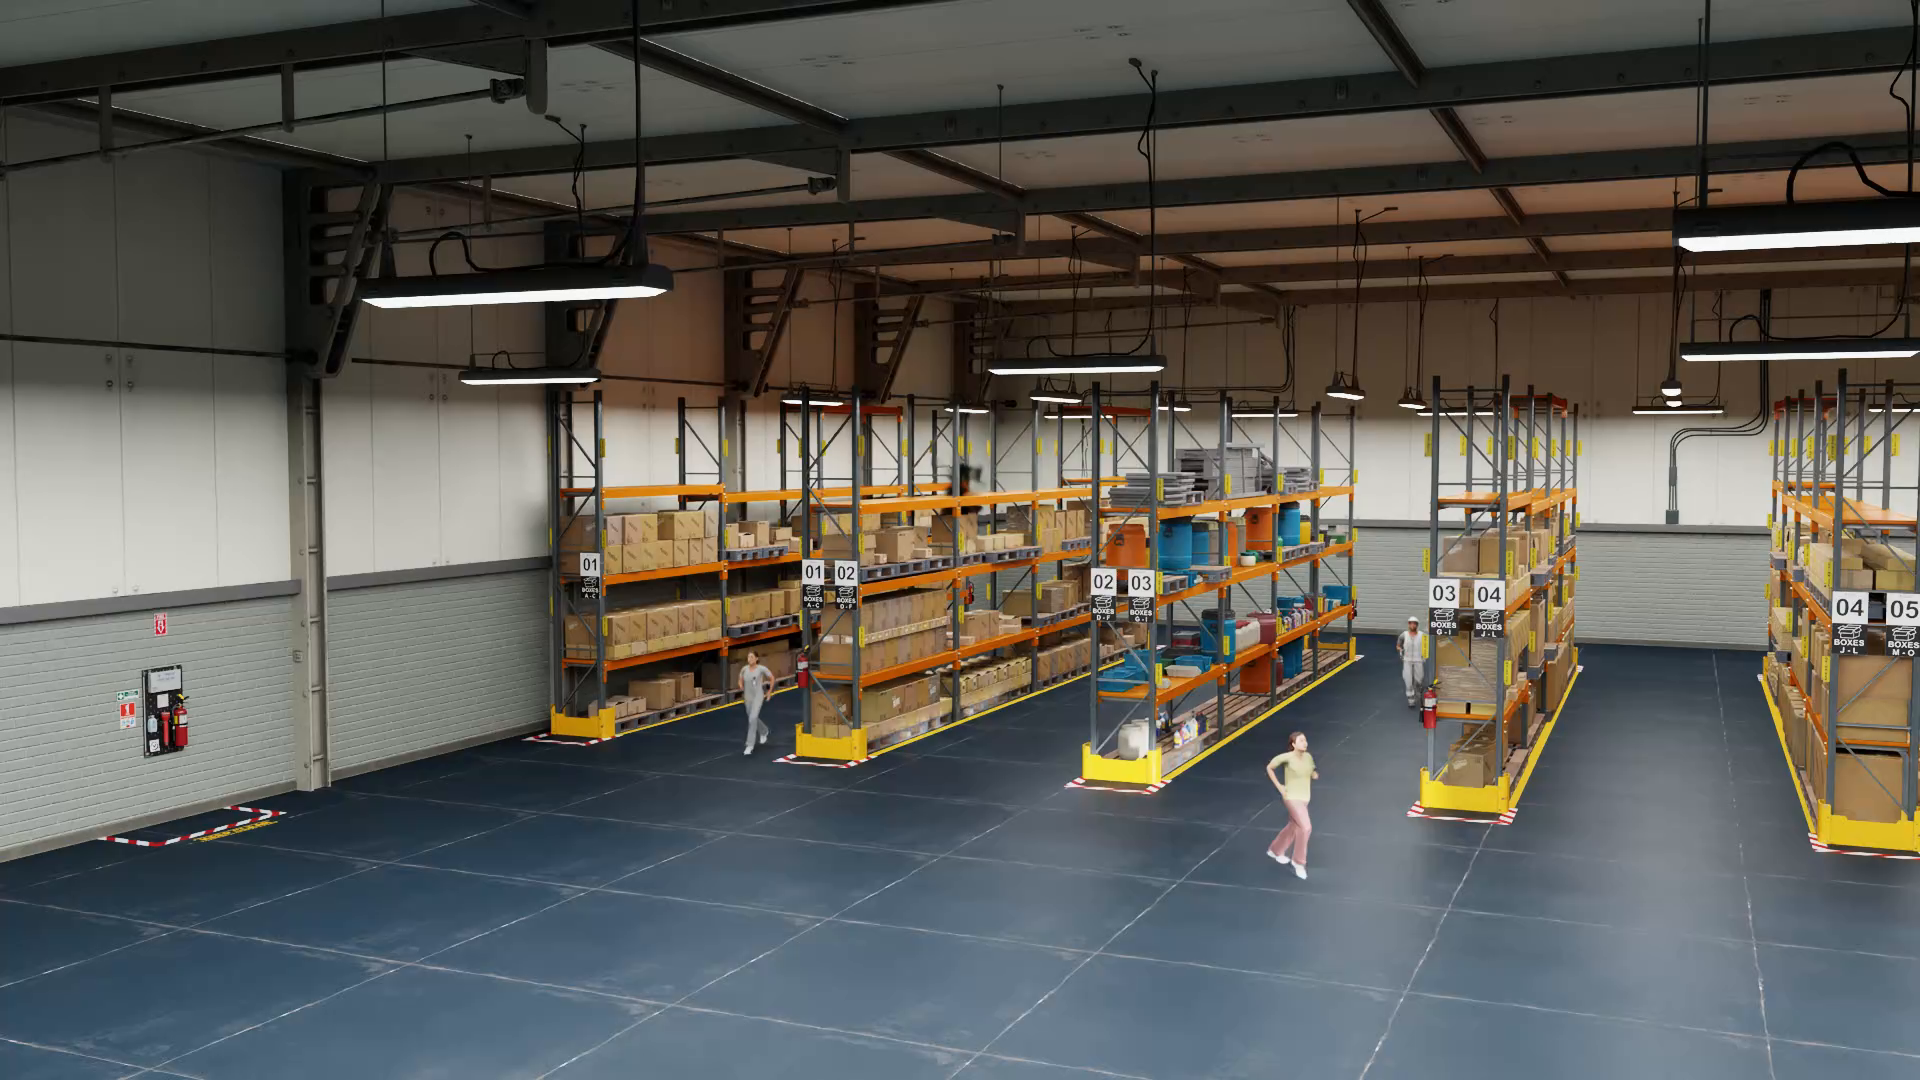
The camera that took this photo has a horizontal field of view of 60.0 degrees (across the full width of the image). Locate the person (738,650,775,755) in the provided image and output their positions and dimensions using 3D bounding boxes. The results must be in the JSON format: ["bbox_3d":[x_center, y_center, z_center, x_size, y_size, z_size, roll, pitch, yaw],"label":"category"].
[{"bbox_3d":[-3.401,2.654,27.565,0.599,1.680,0.925,1,3,22],"label":"person"}]

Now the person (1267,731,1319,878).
[{"bbox_3d":[3.943,3.099,19.673,0.561,1.715,0.762,-2,4,-35],"label":"person"}]

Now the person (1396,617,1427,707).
[{"bbox_3d":[8.728,2.356,32.030,0.648,1.740,0.596,1,3,18],"label":"person"}]
